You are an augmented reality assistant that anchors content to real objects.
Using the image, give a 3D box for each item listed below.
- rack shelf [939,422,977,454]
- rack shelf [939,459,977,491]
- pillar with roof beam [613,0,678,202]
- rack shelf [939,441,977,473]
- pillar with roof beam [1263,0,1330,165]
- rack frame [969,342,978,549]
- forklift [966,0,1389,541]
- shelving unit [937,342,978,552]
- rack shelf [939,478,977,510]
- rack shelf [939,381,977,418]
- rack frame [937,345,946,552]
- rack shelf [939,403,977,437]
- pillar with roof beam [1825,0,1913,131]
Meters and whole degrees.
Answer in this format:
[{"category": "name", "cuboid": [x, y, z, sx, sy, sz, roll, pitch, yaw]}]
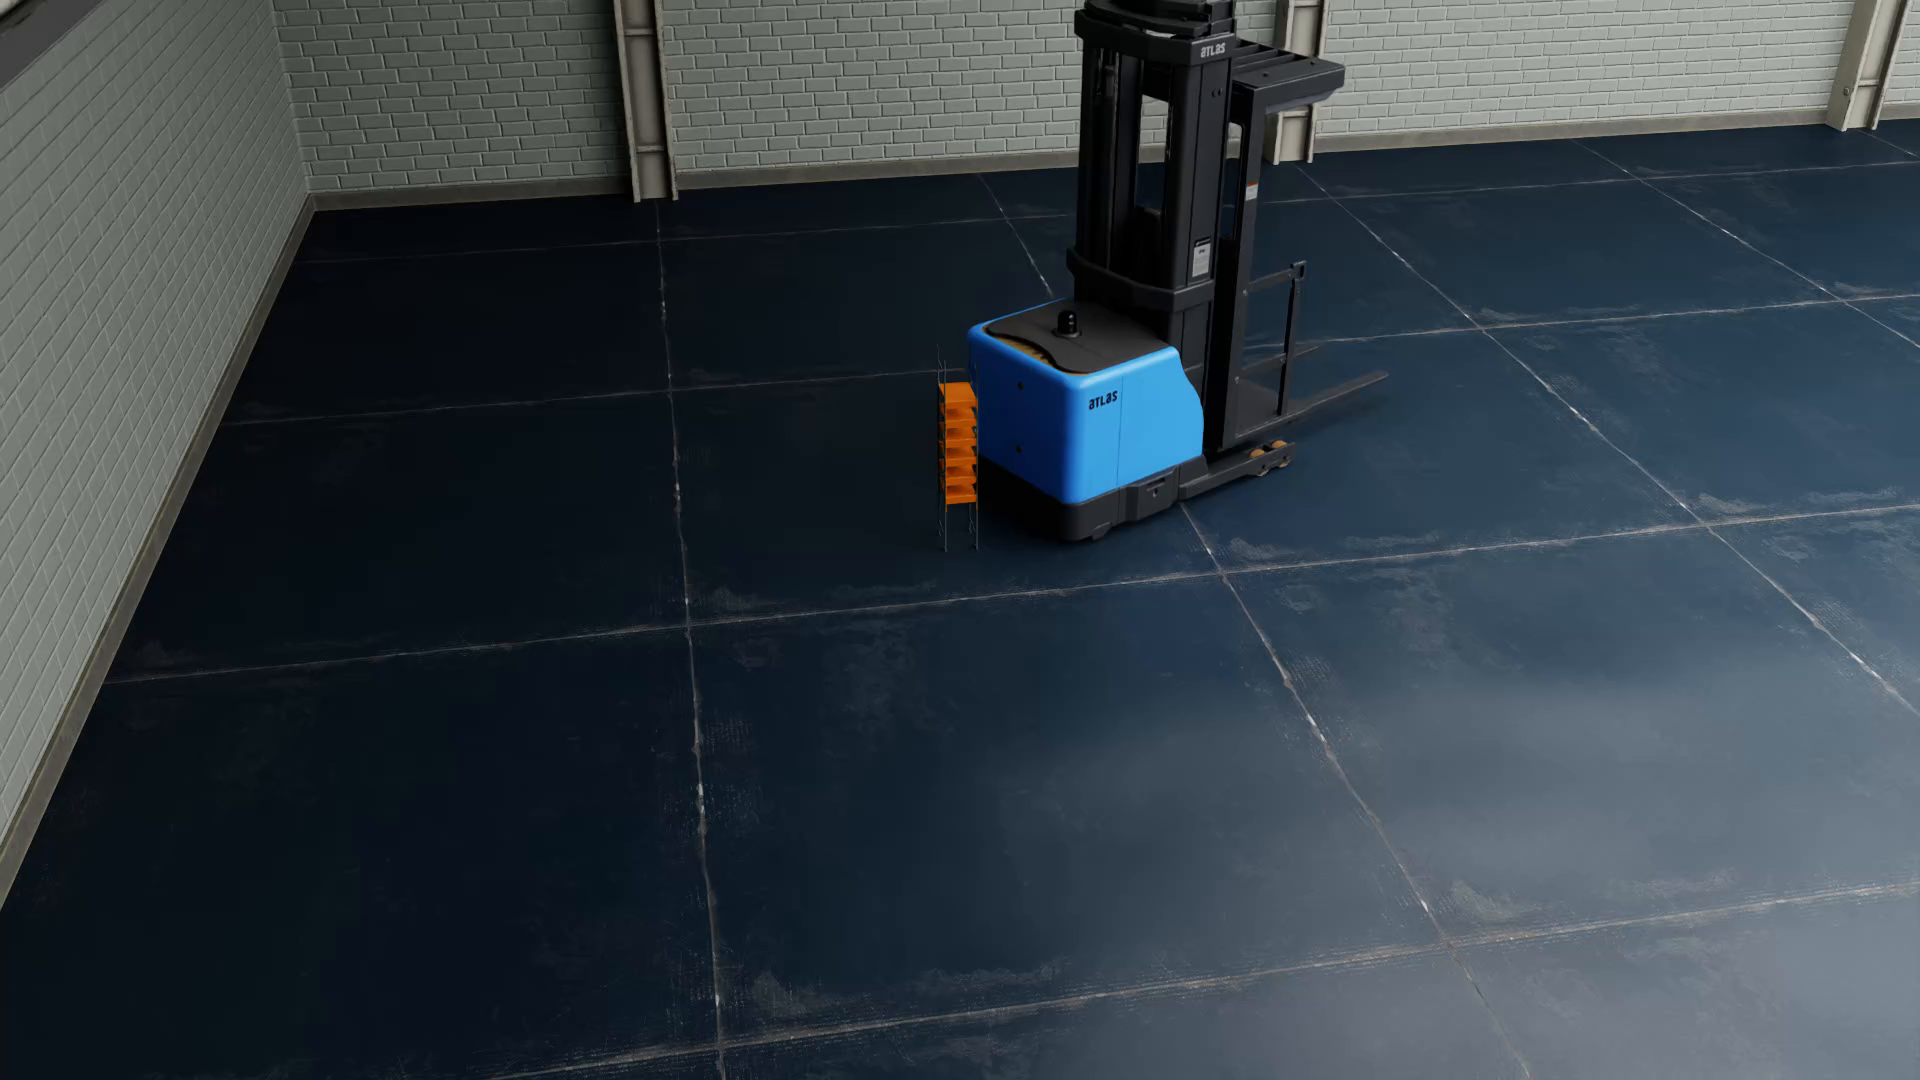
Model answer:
[{"category": "rack shelf", "cuboid": [-0.014, -0.581, 9.405, 0.180, 0.103, 0.258, -5, 31, -9]}, {"category": "rack shelf", "cuboid": [-0.014, -0.374, 9.527, 0.180, 0.103, 0.258, -5, 31, -9]}, {"category": "pillar with roof beam", "cuboid": [-1.980, -4.852, 9.123, 0.400, 9.000, 9.100, -5, 31, -9]}, {"category": "rack shelf", "cuboid": [-0.014, -0.478, 9.466, 0.180, 0.103, 0.258, -5, 31, -9]}, {"category": "pillar with roof beam", "cuboid": [3.922, -5.399, 10.055, 0.400, 9.000, 9.100, -5, 31, -9]}, {"category": "rack frame", "cuboid": [0.076, -0.524, 9.458, 0.006, 1.200, 0.240, -5, 31, -9]}, {"category": "forklift", "cuboid": [1.498, -1.854, 10.011, 3.031, 2.935, 1.130, -22, 37, -32]}, {"category": "shelving unit", "cuboid": [-0.014, -0.516, 9.444, 0.189, 1.200, 0.258, -5, 31, -9]}, {"category": "rack shelf", "cuboid": [-0.014, -0.271, 9.588, 0.180, 0.103, 0.258, -5, 31, -9]}, {"category": "rack shelf", "cuboid": [-0.014, -0.788, 9.284, 0.180, 0.103, 0.258, -5, 31, -9]}, {"category": "rack frame", "cuboid": [-0.104, -0.508, 9.429, 0.006, 1.200, 0.240, -5, 31, -9]}, {"category": "rack shelf", "cuboid": [-0.014, -0.684, 9.344, 0.180, 0.103, 0.258, -5, 31, -9]}, {"category": "pillar with roof beam", "cuboid": [9.824, -5.947, 10.986, 0.400, 9.000, 9.100, -5, 31, -9]}]
